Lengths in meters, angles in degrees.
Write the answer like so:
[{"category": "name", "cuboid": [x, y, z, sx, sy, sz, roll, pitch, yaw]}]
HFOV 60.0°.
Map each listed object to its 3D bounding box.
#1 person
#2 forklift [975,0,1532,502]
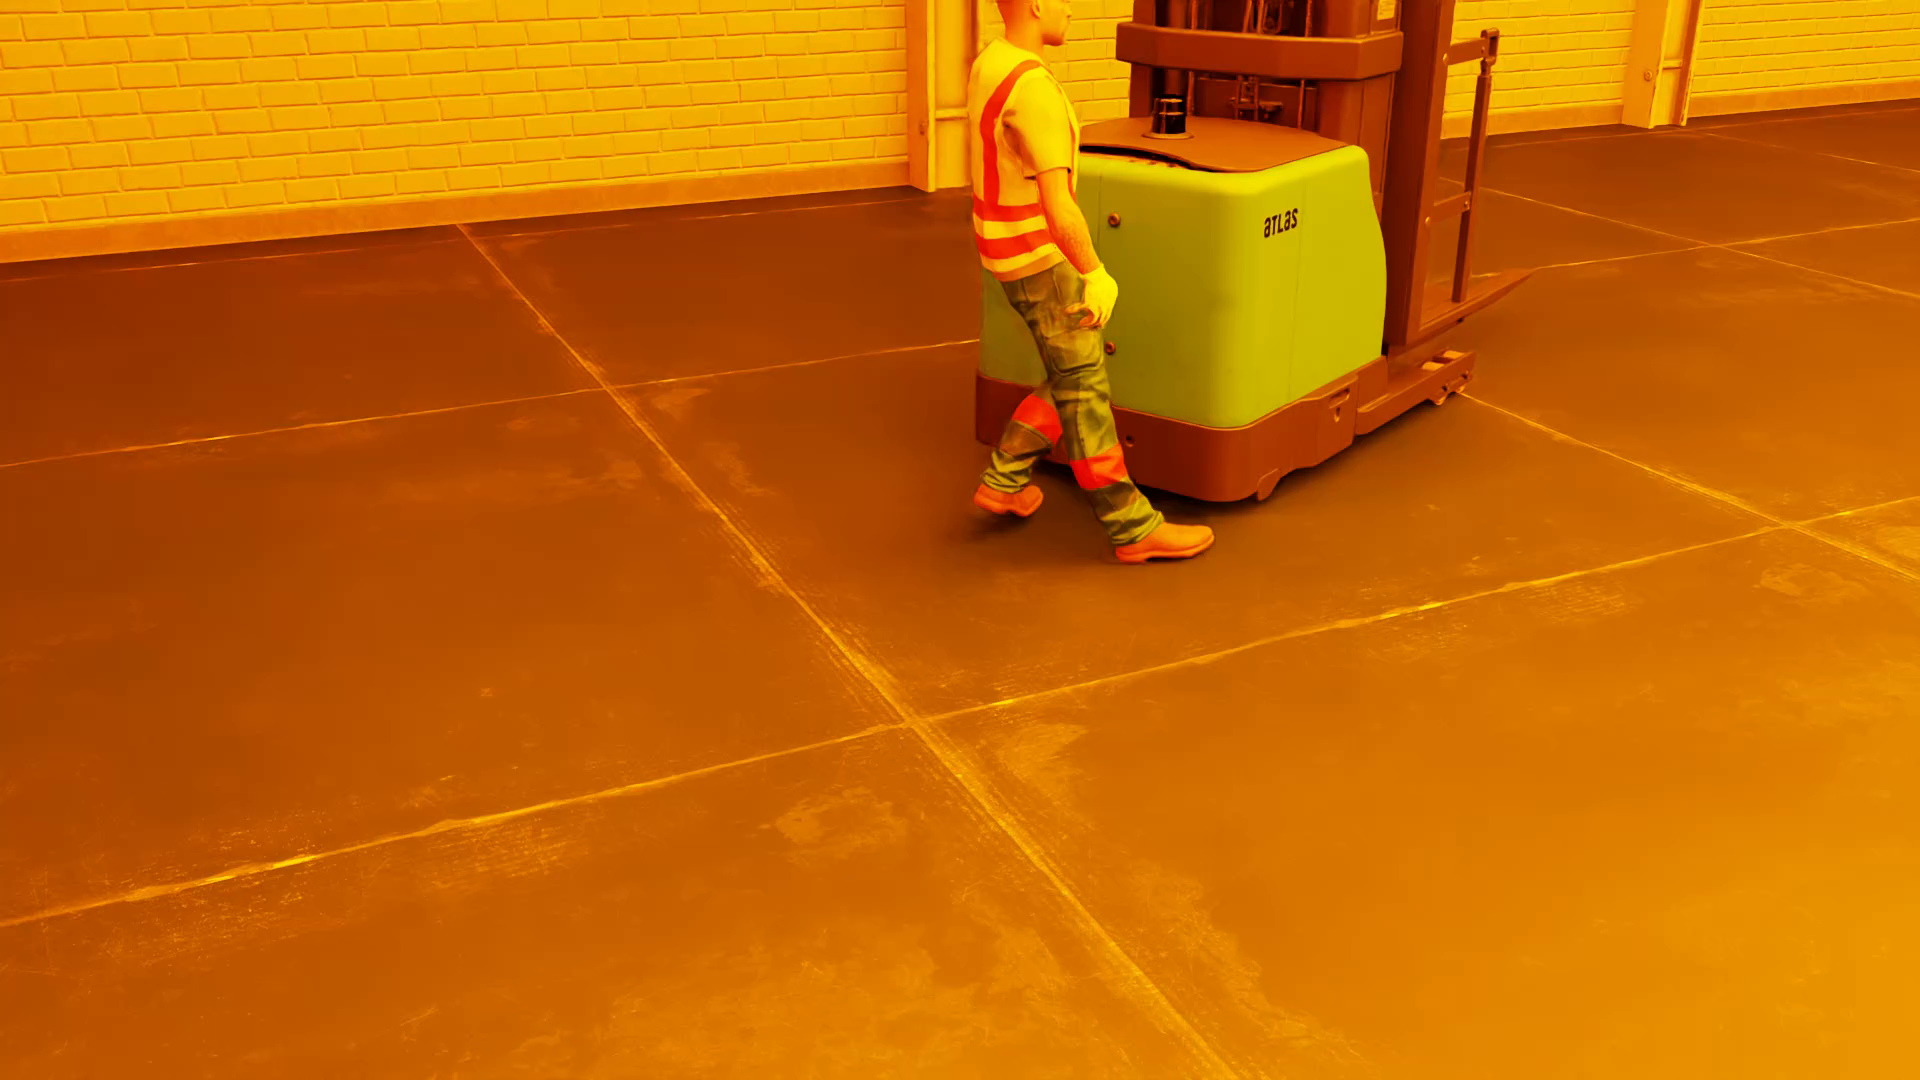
[{"category": "person", "cuboid": [0.378, -0.845, 4.894, 0.702, 1.734, 0.721, -3, 23, -6]}, {"category": "forklift", "cuboid": [1.356, -1.970, 6.027, 1.130, 2.935, 3.031, 17, 28, 35]}]
